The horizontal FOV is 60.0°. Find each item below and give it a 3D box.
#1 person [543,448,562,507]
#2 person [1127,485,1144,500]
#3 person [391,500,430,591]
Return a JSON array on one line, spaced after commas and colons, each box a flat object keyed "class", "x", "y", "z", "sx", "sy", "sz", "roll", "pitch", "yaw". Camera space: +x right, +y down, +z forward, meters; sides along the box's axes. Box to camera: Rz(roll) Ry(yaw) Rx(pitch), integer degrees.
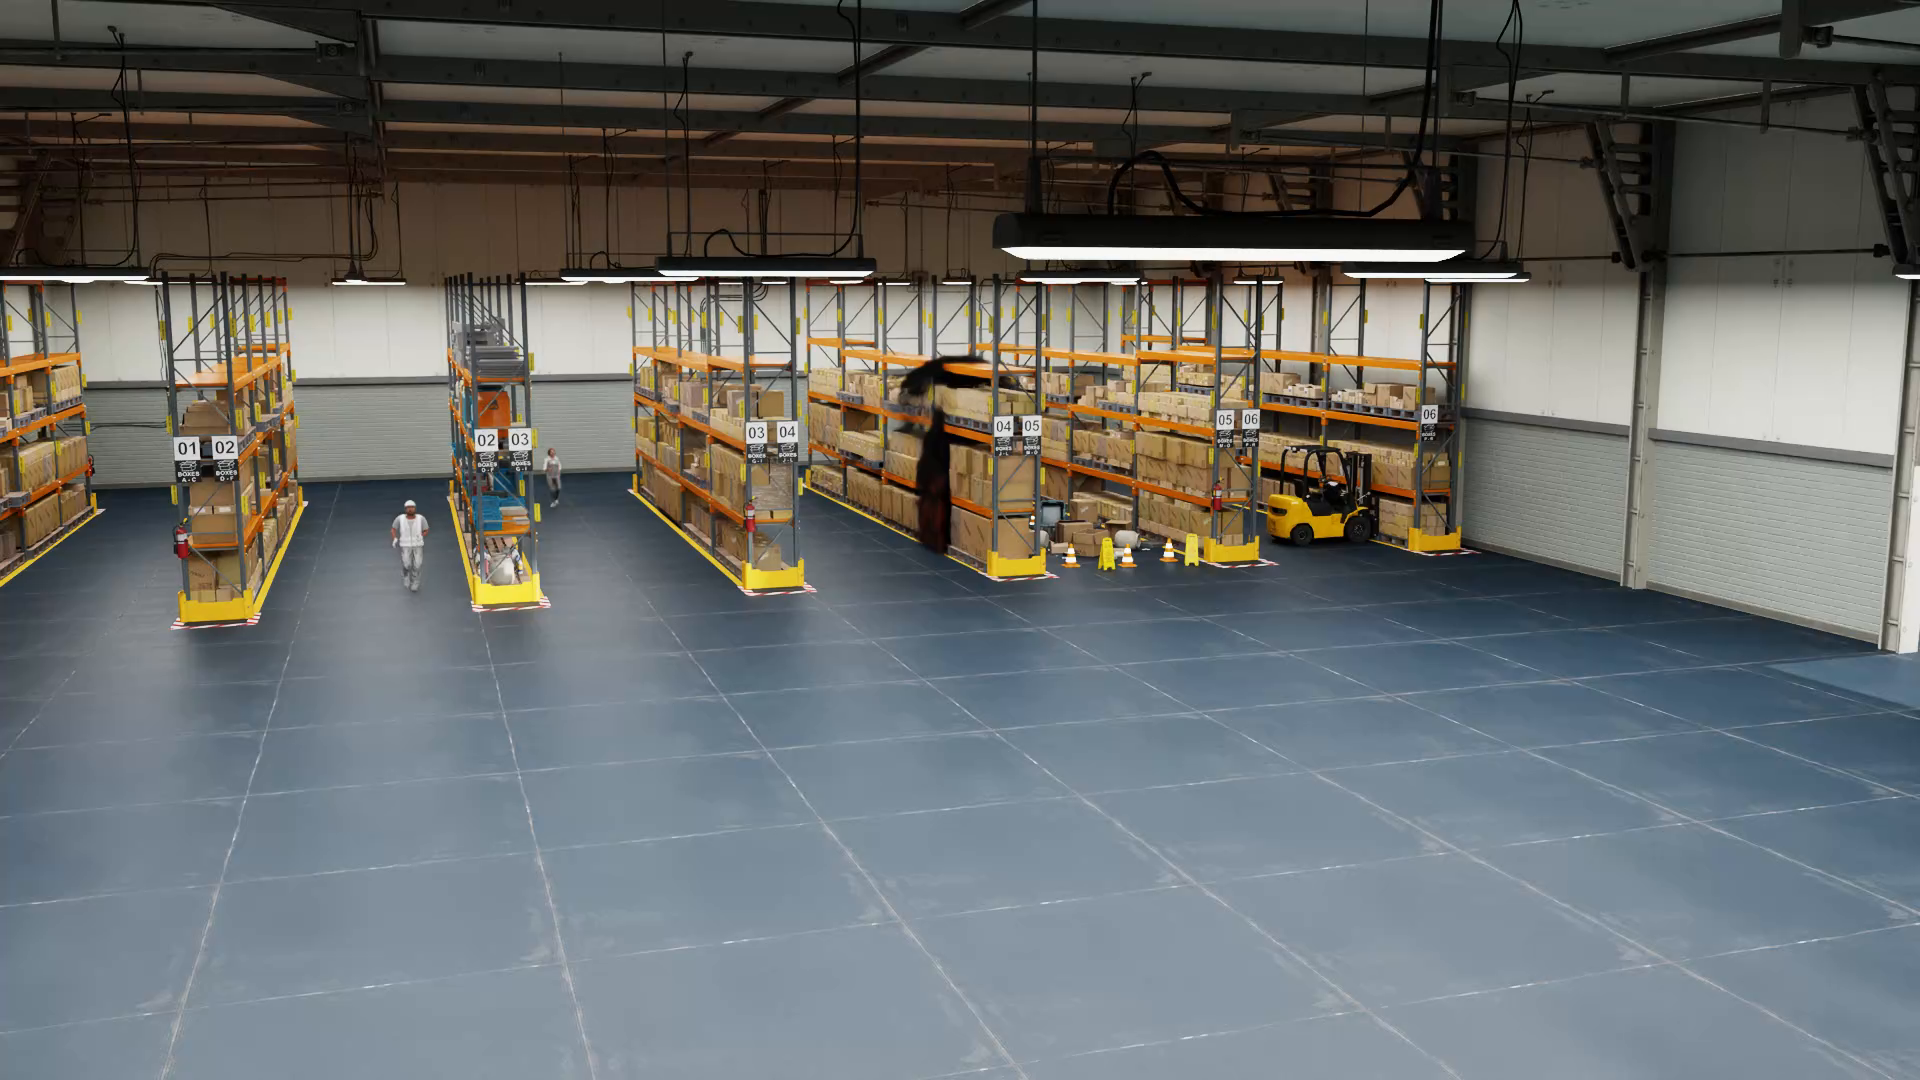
[{"class": "person", "x": -10.652, "y": -1.629, "z": 43.586, "sx": 0.500, "sy": 1.561, "sz": 0.570, "roll": -5, "pitch": 10, "yaw": -29}, {"class": "person", "x": 4.720, "y": -1.724, "z": 44.020, "sx": 0.599, "sy": 1.622, "sz": 0.645, "roll": -3, "pitch": 9, "yaw": -17}, {"class": "person", "x": -10.369, "y": 0.123, "z": 31.450, "sx": 0.679, "sy": 1.738, "sz": 0.599, "roll": -3, "pitch": 9, "yaw": -21}]
